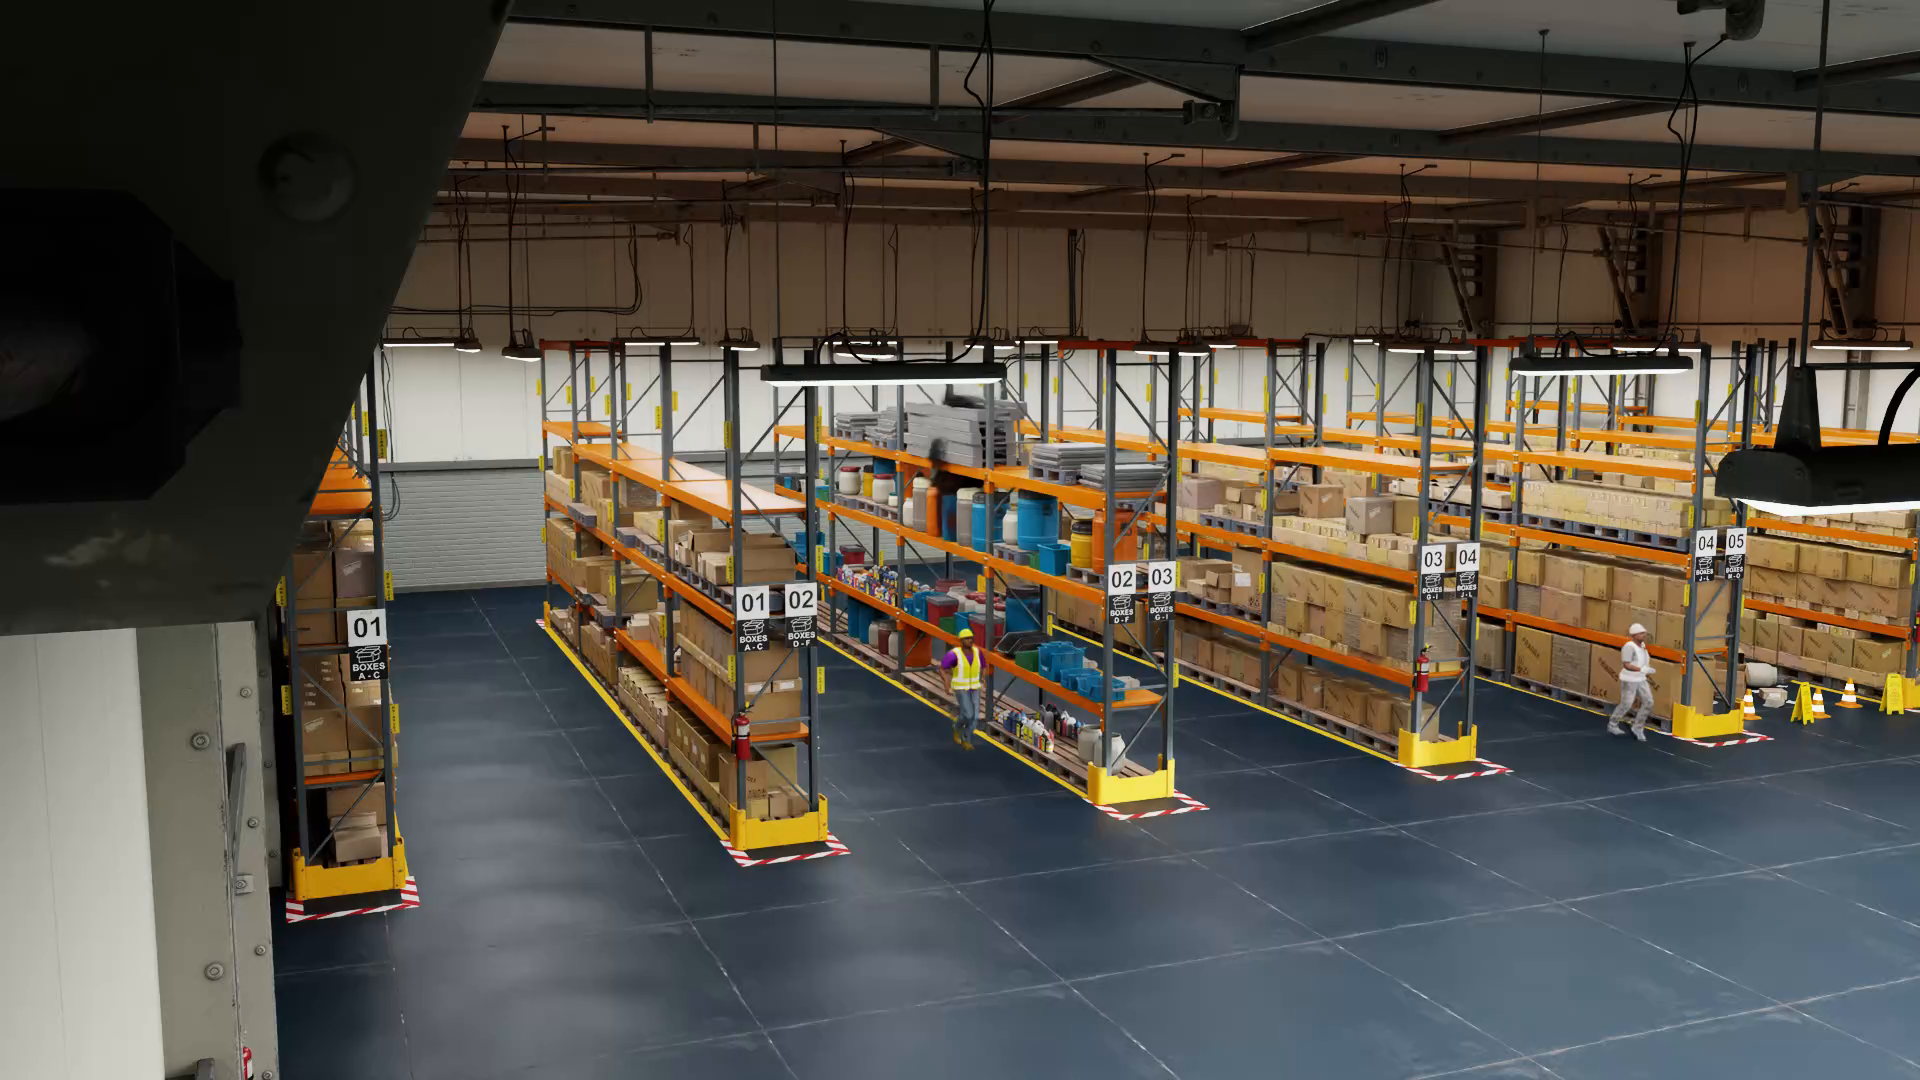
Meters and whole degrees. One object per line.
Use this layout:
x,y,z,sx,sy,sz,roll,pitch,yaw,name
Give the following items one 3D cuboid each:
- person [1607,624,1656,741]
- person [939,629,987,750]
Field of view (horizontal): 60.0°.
10.282,2.183,25.311,0.711,1.851,0.746,-6,9,-38,person
0.103,2.124,23.638,0.711,1.736,0.525,-4,8,-25,person
